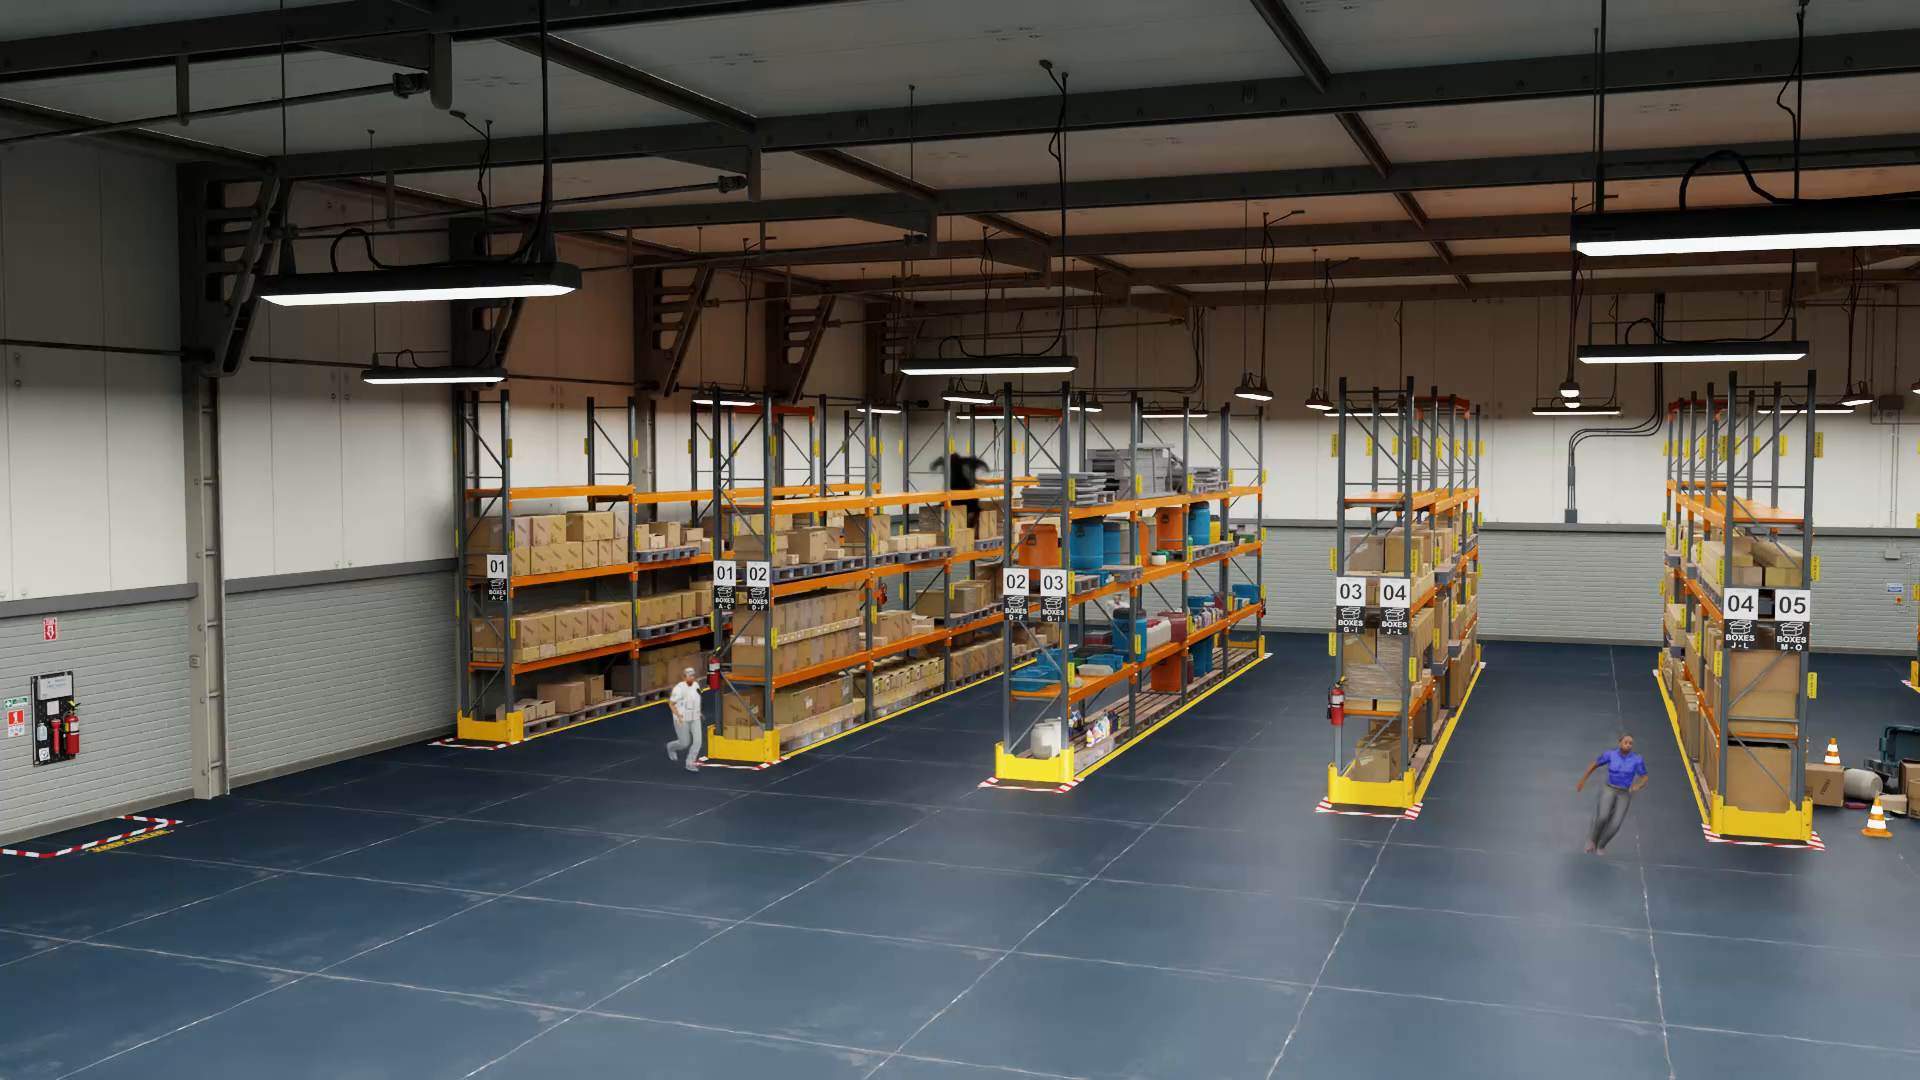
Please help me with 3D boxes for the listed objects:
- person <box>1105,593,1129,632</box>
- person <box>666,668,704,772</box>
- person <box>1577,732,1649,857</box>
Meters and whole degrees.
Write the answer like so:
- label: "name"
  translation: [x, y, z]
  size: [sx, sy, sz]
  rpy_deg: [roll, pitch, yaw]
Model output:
- label: "person"
  translation: [3.810, 2.048, 39.958]
  size: [0.650, 1.603, 0.942]
  rpy_deg: [1, 3, 16]
- label: "person"
  translation: [-4.282, 2.777, 25.907]
  size: [0.592, 1.616, 0.646]
  rpy_deg: [-3, 4, -40]
- label: "person"
  translation: [7.999, 3.128, 20.298]
  size: [0.762, 1.577, 0.632]
  rpy_deg: [0, 3, 8]
